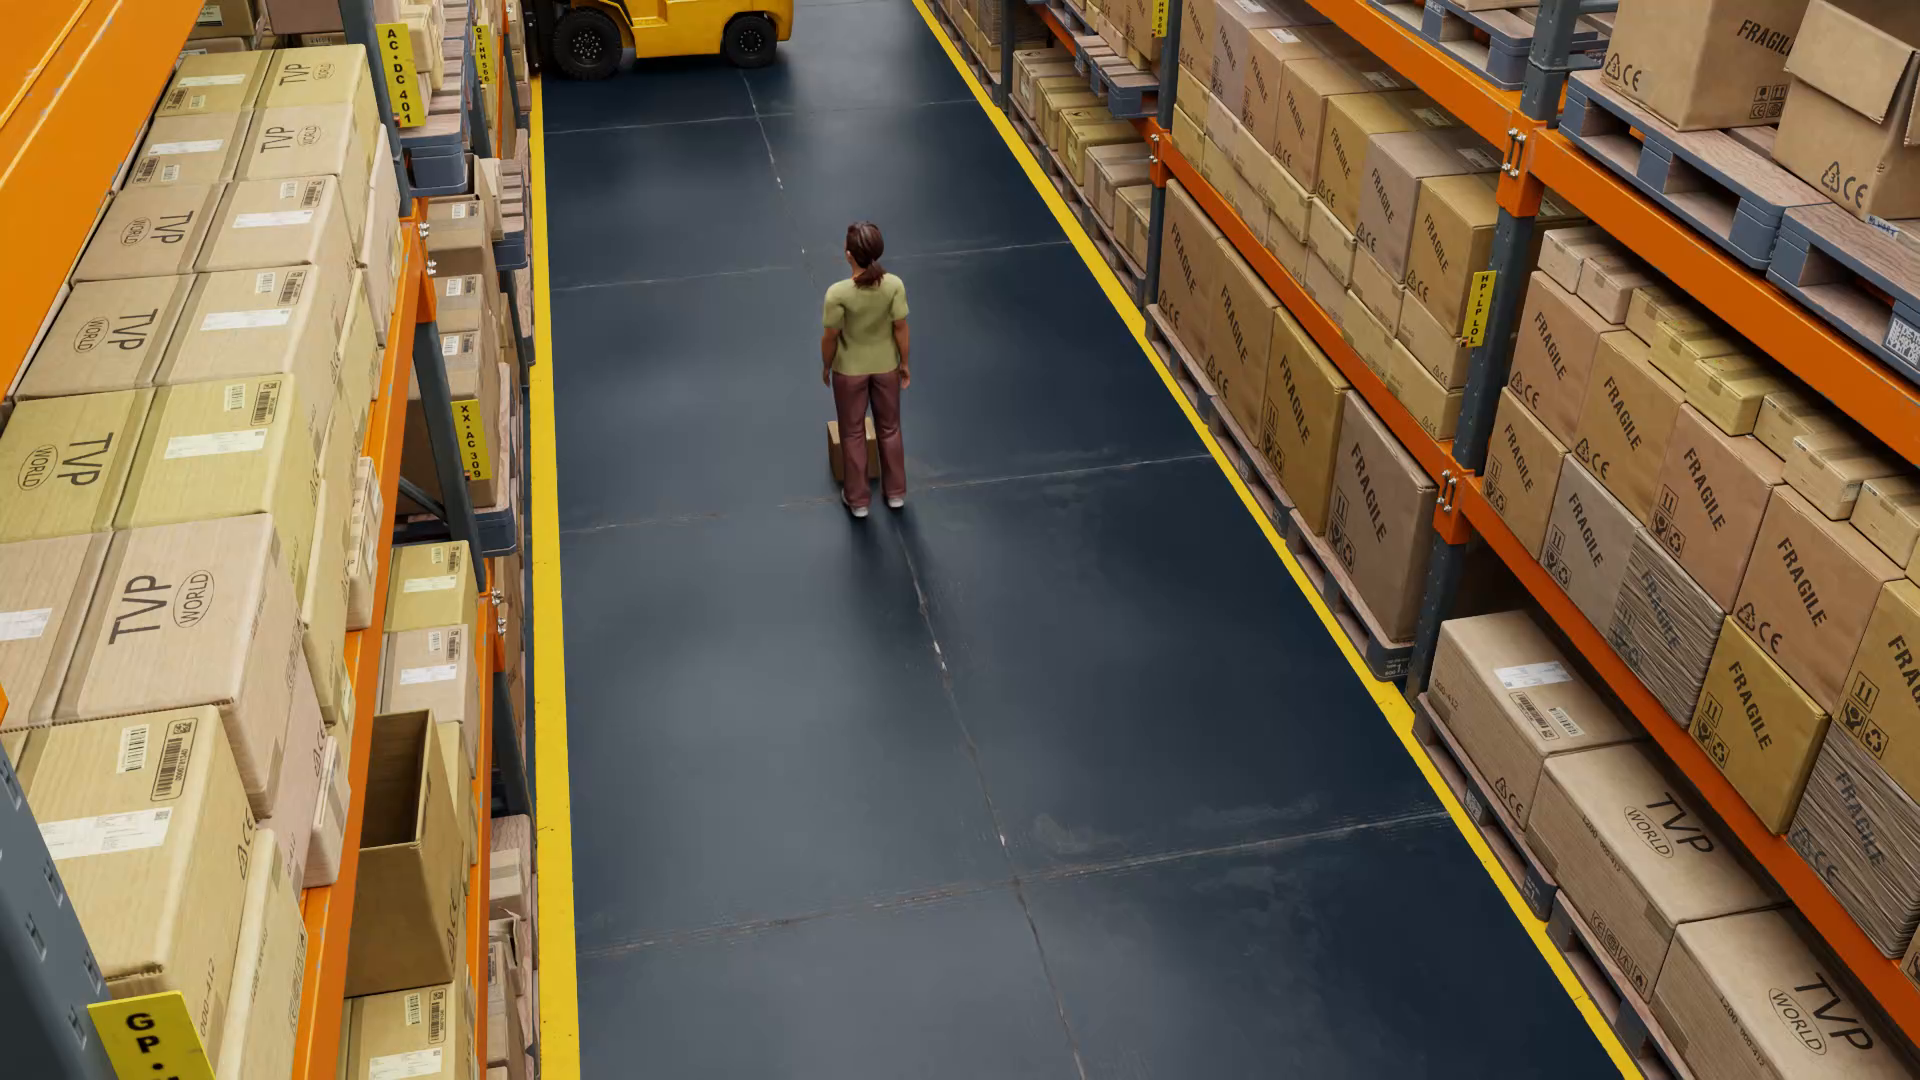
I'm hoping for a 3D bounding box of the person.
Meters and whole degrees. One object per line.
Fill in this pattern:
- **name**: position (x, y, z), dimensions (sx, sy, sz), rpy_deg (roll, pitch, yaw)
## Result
- **person**: position (-0.491, -0.765, 8.660), dimensions (0.461, 1.427, 0.439), rpy_deg (-10, 36, -14)
